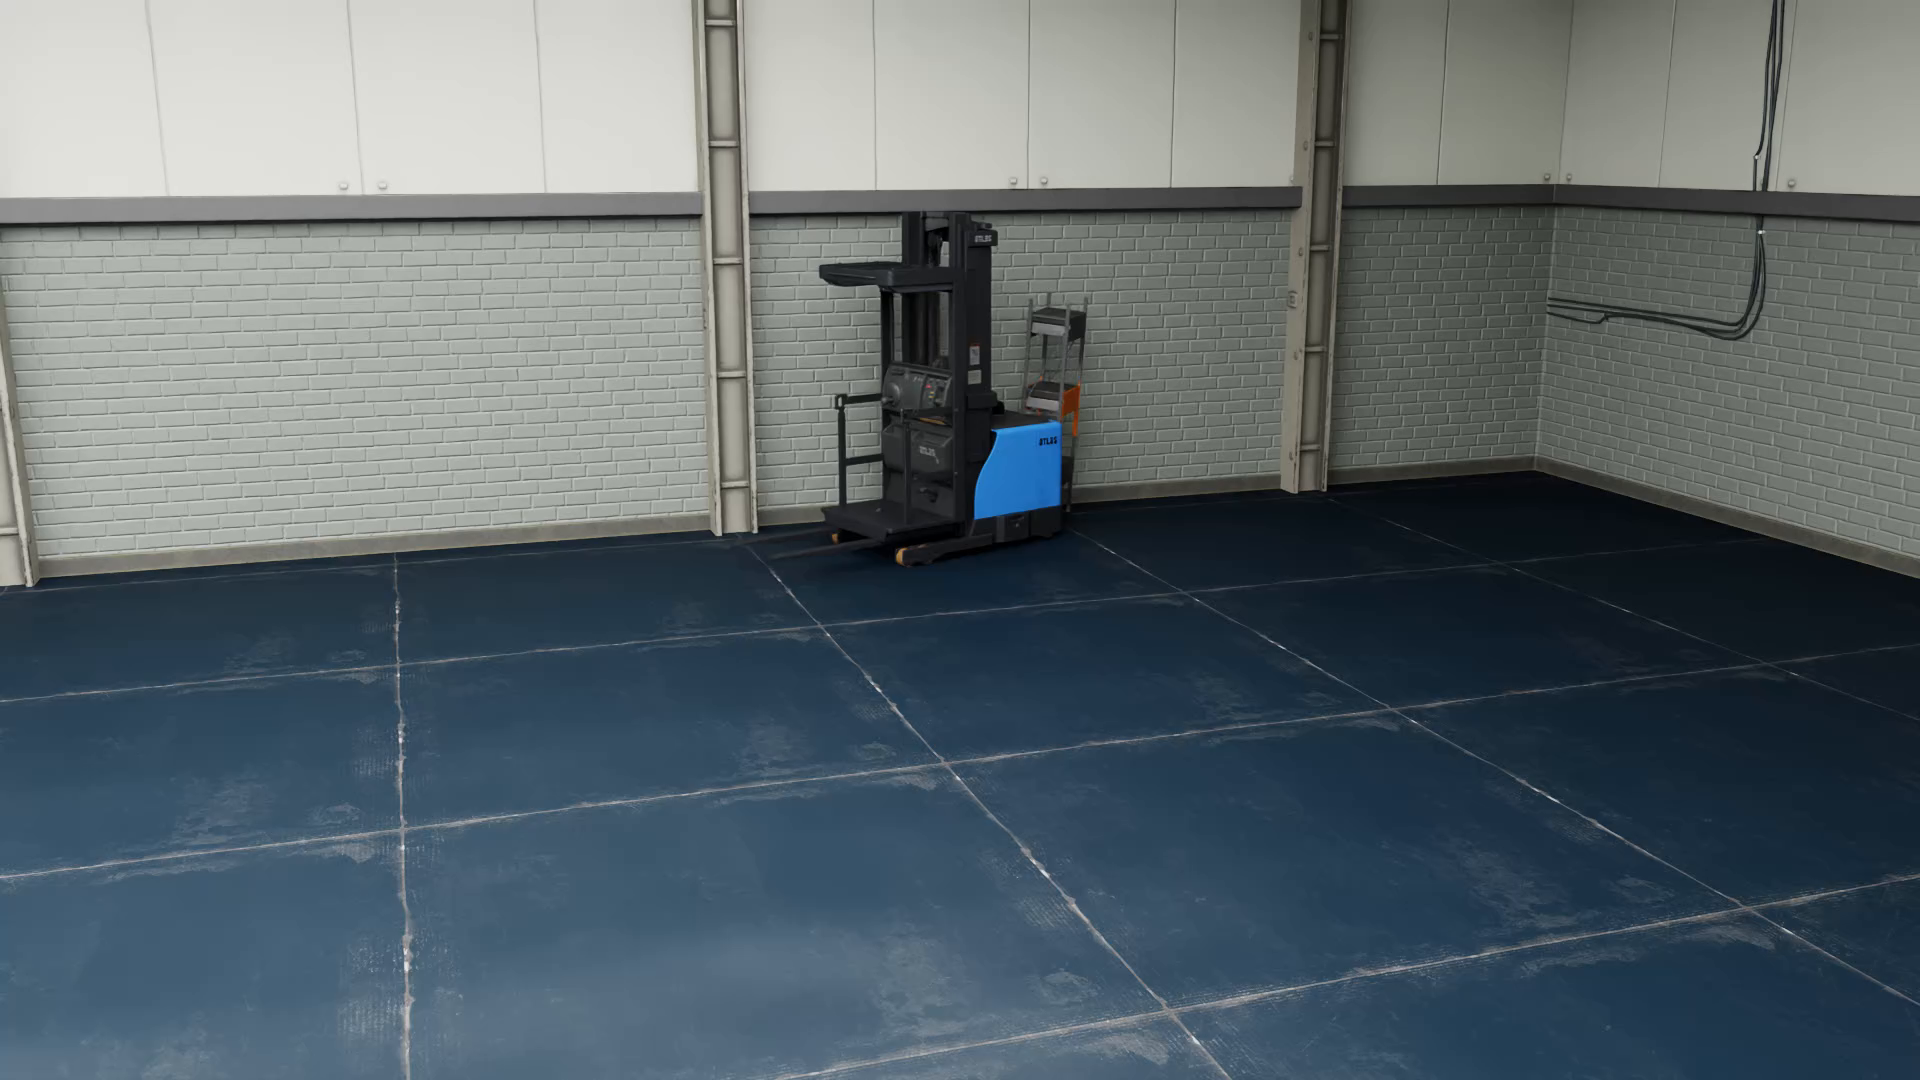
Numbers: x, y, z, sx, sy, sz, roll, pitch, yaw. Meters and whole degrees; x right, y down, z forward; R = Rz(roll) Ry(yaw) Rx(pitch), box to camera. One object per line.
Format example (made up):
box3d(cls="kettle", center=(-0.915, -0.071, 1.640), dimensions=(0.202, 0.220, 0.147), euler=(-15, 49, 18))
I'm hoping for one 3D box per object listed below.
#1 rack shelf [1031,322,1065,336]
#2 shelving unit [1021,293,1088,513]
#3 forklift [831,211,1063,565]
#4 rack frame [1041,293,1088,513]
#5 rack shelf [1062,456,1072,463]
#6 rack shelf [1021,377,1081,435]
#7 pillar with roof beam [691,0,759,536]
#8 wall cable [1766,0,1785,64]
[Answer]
box3d(cls="rack shelf", center=(0.903, -1.994, 15.506), dimensions=(0.332, 0.100, 0.442), euler=(10, 18, 21))
box3d(cls="shelving unit", center=(0.856, -1.244, 15.737), dimensions=(0.431, 2.100, 0.492), euler=(10, 18, 21))
box3d(cls="forklift", center=(-0.538, -1.331, 14.406), dimensions=(3.031, 2.935, 1.130), euler=(-10, 17, -36))
box3d(cls="rack frame", center=(0.949, -1.302, 15.948), dimensions=(0.400, 2.100, 0.015), euler=(10, 18, 21))
box3d(cls="rack shelf", center=(0.817, -0.691, 15.897), dimensions=(0.368, 0.174, 0.457), euler=(10, 18, 21))
box3d(cls="rack shelf", center=(0.852, -1.230, 15.736), dimensions=(0.431, 0.518, 0.480), euler=(10, 18, 21))
box3d(cls="pillar with roof beam", center=(-0.732, -3.520, 10.493), dimensions=(0.400, 9.000, 9.100), euler=(-4, 14, -18))
box3d(cls="wall cable", center=(7.658, -5.187, 13.300), dimensions=(0.112, 2.526, 3.097), euler=(-4, 14, -18))
